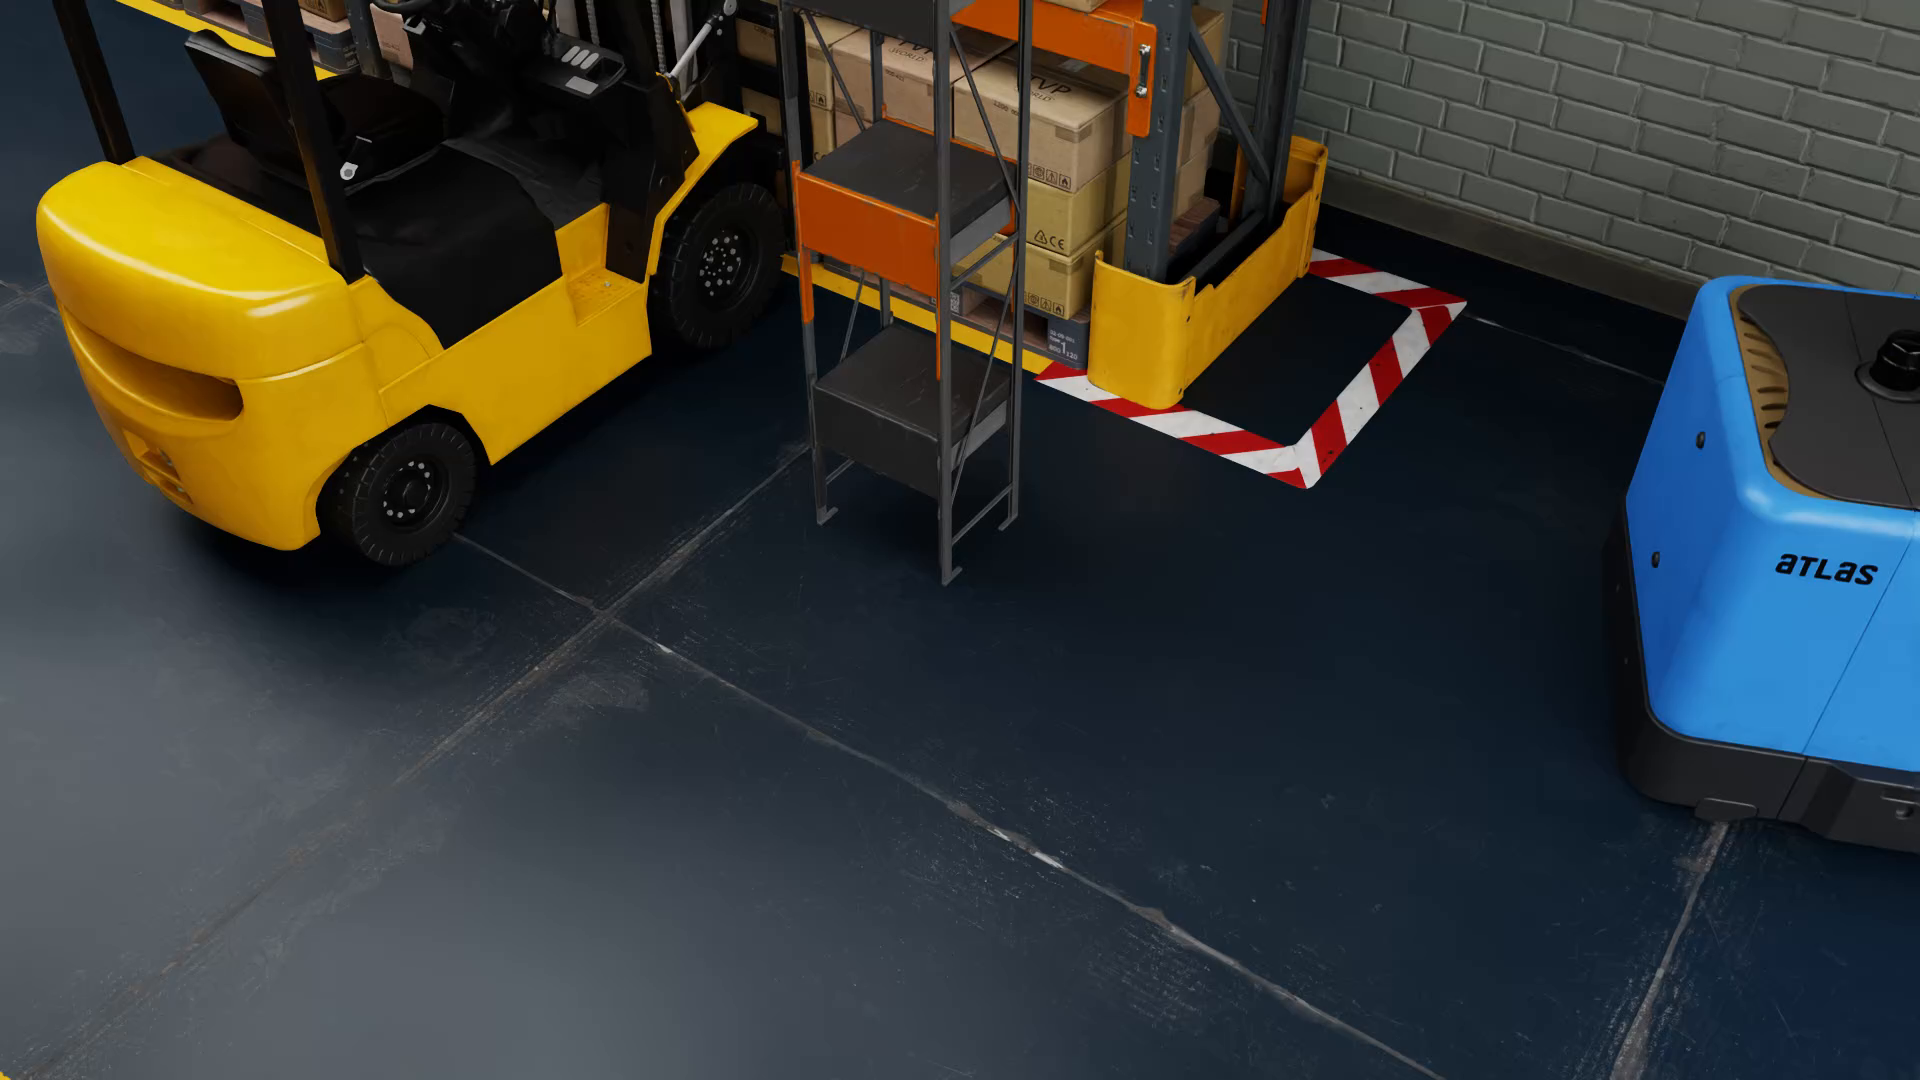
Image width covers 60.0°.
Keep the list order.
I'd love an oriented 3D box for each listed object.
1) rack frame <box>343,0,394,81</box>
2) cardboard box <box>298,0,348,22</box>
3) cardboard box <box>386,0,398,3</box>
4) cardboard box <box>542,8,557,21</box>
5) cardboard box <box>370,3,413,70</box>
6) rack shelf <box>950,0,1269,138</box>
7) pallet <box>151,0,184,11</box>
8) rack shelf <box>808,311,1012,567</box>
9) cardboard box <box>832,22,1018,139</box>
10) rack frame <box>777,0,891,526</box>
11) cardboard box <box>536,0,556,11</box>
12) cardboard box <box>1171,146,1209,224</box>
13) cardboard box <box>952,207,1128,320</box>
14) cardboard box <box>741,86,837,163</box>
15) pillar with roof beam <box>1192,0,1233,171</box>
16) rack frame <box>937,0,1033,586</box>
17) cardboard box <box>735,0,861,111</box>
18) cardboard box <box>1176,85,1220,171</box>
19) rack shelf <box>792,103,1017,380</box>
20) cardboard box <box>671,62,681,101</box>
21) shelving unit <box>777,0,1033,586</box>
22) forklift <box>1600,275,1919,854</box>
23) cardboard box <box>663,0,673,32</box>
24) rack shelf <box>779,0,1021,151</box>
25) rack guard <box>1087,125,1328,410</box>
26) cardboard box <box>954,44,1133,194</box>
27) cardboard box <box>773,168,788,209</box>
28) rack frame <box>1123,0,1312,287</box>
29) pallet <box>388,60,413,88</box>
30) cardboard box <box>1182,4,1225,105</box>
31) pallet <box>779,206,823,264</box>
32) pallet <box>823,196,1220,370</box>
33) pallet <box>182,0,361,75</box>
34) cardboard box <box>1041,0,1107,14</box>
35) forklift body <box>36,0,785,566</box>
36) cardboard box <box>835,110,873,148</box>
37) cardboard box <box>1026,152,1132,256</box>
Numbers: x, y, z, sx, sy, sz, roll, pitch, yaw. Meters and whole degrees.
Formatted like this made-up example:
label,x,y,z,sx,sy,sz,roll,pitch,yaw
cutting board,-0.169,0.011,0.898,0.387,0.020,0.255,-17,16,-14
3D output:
label,x,y,z,sx,sy,sz,roll,pitch,yaw
rack frame,-2.394,-3.476,6.886,0.127,3.000,1.000,25,48,25
cardboard box,-2.827,-2.942,7.754,0.625,0.625,0.875,27,48,27
cardboard box,-2.175,-2.441,7.101,0.500,0.250,0.500,25,47,25
cardboard box,-1.356,-2.050,6.664,0.500,0.250,0.500,25,47,25
cardboard box,-2.188,-2.242,7.254,0.500,0.250,0.500,26,48,26
rack shelf,-0.756,-2.443,6.270,4.000,0.370,1.077,25,48,25
pallet,-4.022,-3.165,8.629,1.213,0.211,1.003,25,48,25
rack shelf,-0.136,-0.314,5.097,0.480,0.518,0.431,25,48,25
cardboard box,-0.096,-1.648,5.839,0.500,0.250,0.500,26,48,26
rack frame,-0.335,-0.939,4.725,0.015,2.100,0.400,25,48,25
cardboard box,-1.351,-2.239,6.500,0.500,0.250,0.500,27,48,27
cardboard box,0.591,-1.372,6.280,0.500,0.250,0.500,25,48,25
cardboard box,0.315,-1.084,5.959,0.500,0.250,0.500,25,48,26
cardboard box,-0.536,-1.663,6.231,0.500,0.250,0.500,24,47,24
pillar with roof beam,-1.643,-2.589,1.395,0.400,9.000,9.100,25,48,25
rack frame,0.064,-0.752,4.516,0.015,2.100,0.400,25,48,25
cardboard box,-0.515,-1.835,6.049,0.500,0.250,0.500,26,48,26
cardboard box,0.616,-1.556,6.112,0.500,0.250,0.500,26,48,26
rack shelf,-0.136,-0.836,4.630,0.480,0.518,0.431,25,48,25
cardboard box,-0.944,-1.856,6.447,0.500,0.250,0.500,25,47,25
shelving unit,-0.136,-0.846,4.621,0.503,2.100,0.431,25,48,25
forklift,3.343,-0.489,3.598,3.031,2.935,1.130,8,42,9
cardboard box,-0.926,-2.034,6.270,0.500,0.250,0.500,24,47,25
rack shelf,-0.135,-1.357,4.163,0.480,0.518,0.431,25,48,25
rack guard,0.901,-1.004,5.997,0.348,0.500,1.175,25,48,25
cardboard box,0.325,-1.455,5.624,0.500,0.250,0.500,27,48,27
cardboard box,-0.491,-1.476,6.397,0.500,0.250,0.500,26,48,26
rack frame,0.881,-1.945,5.174,0.127,3.000,1.000,25,48,25
pallet,-1.767,-2.110,7.450,1.213,0.211,1.003,25,48,25
cardboard box,0.596,-1.737,5.939,0.500,0.250,0.500,24,47,25
pallet,-0.764,-1.643,6.928,1.213,0.211,1.003,25,48,25
pallet,0.231,-1.176,6.406,1.213,0.211,1.003,25,48,25
pallet,-3.019,-2.698,8.107,1.213,0.211,1.003,25,48,25
cardboard box,0.328,-2.027,5.191,0.500,0.500,0.500,24,47,24
forklift body,-1.719,-1.359,5.155,1.214,2.155,2.313,25,48,25
cardboard box,-0.101,-1.477,6.023,0.500,0.250,0.500,25,47,25
cardboard box,0.303,-1.279,5.802,0.500,0.250,0.500,24,47,25
